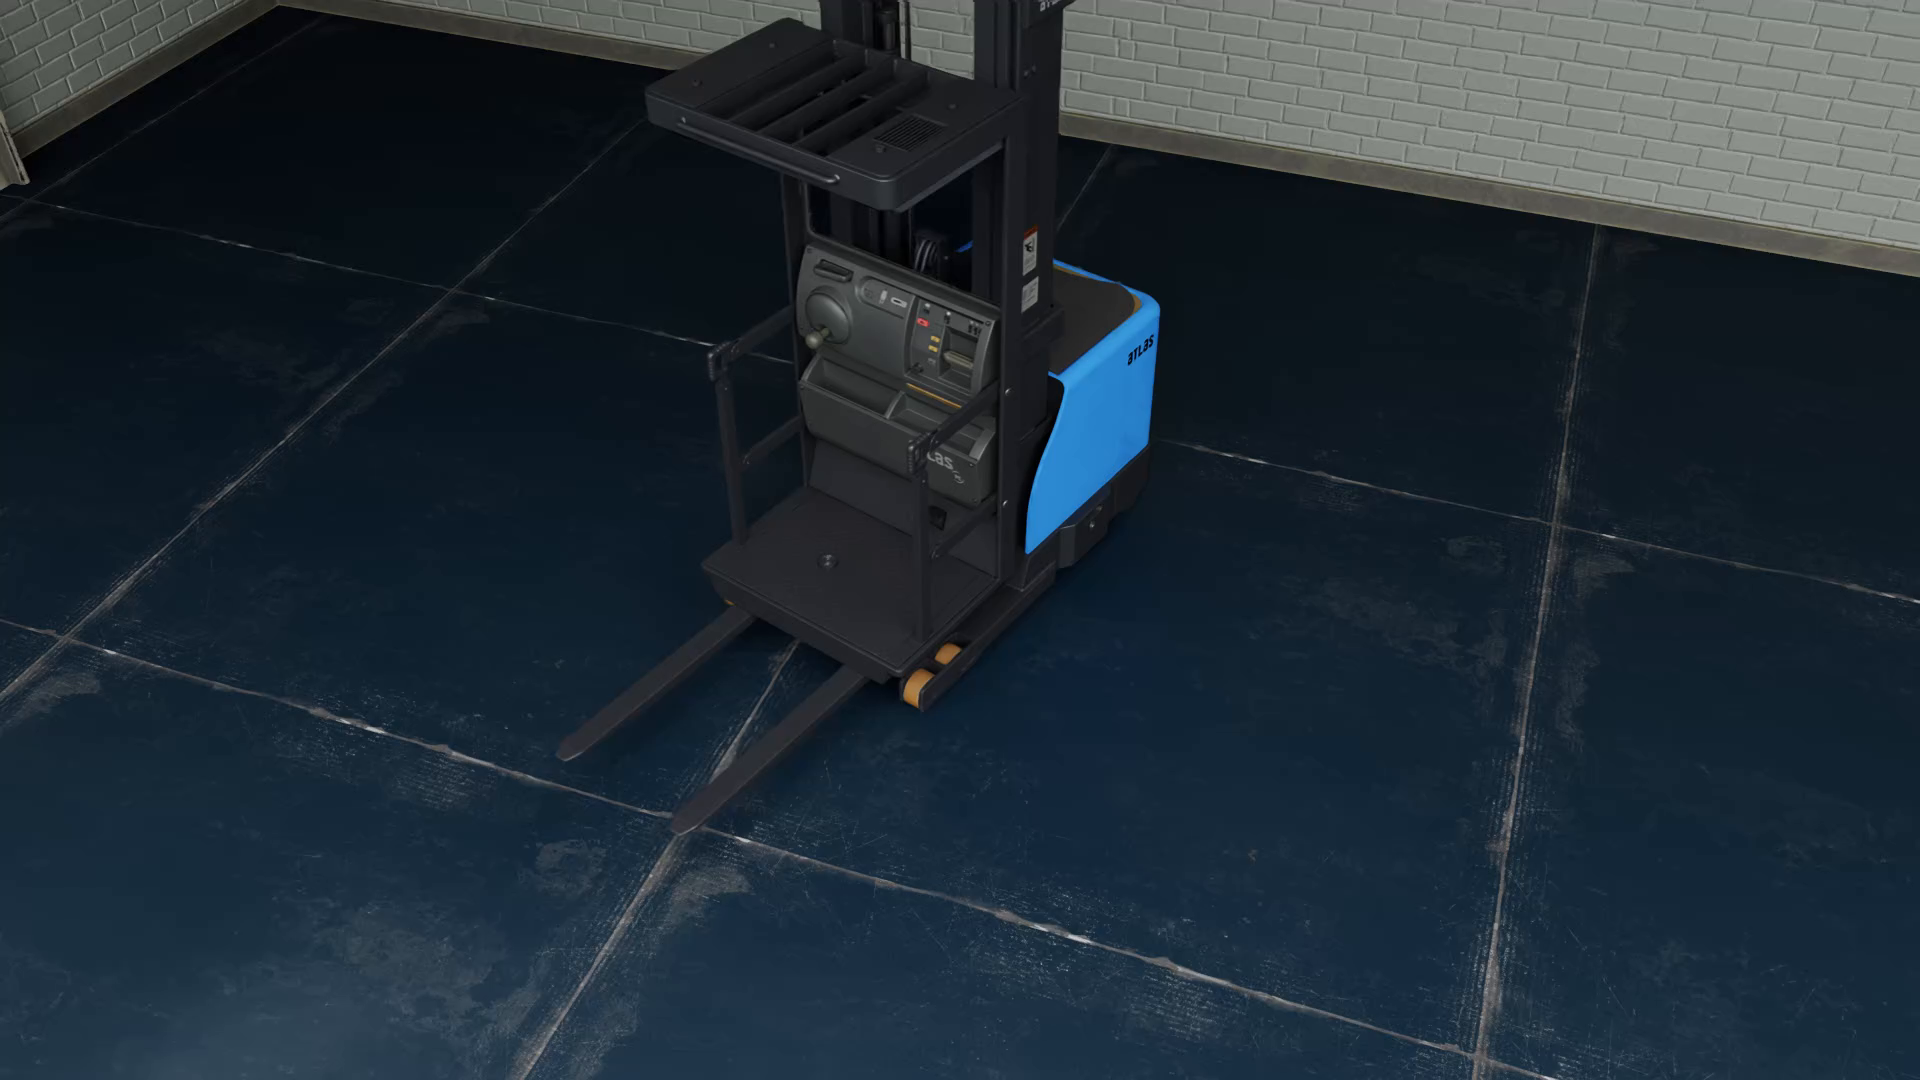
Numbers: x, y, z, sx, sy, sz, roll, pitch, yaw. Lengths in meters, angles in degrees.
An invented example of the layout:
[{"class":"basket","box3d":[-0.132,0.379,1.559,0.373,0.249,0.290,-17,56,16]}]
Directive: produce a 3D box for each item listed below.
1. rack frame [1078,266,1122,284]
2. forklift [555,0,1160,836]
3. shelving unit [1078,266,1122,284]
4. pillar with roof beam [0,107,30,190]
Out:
[{"class":"rack frame","box3d":[0.653,-0.901,8.066,0.240,0.900,0.006,26,47,27]},{"class":"forklift","box3d":[-0.387,-0.778,6.358,1.130,2.935,3.031,26,47,27]},{"class":"shelving unit","box3d":[0.592,-0.848,8.004,0.258,0.900,0.210,26,47,27]},{"class":"pillar with roof beam","box3d":[-1.928,-4.608,6.171,9.100,9.000,0.400,13,42,15]}]
